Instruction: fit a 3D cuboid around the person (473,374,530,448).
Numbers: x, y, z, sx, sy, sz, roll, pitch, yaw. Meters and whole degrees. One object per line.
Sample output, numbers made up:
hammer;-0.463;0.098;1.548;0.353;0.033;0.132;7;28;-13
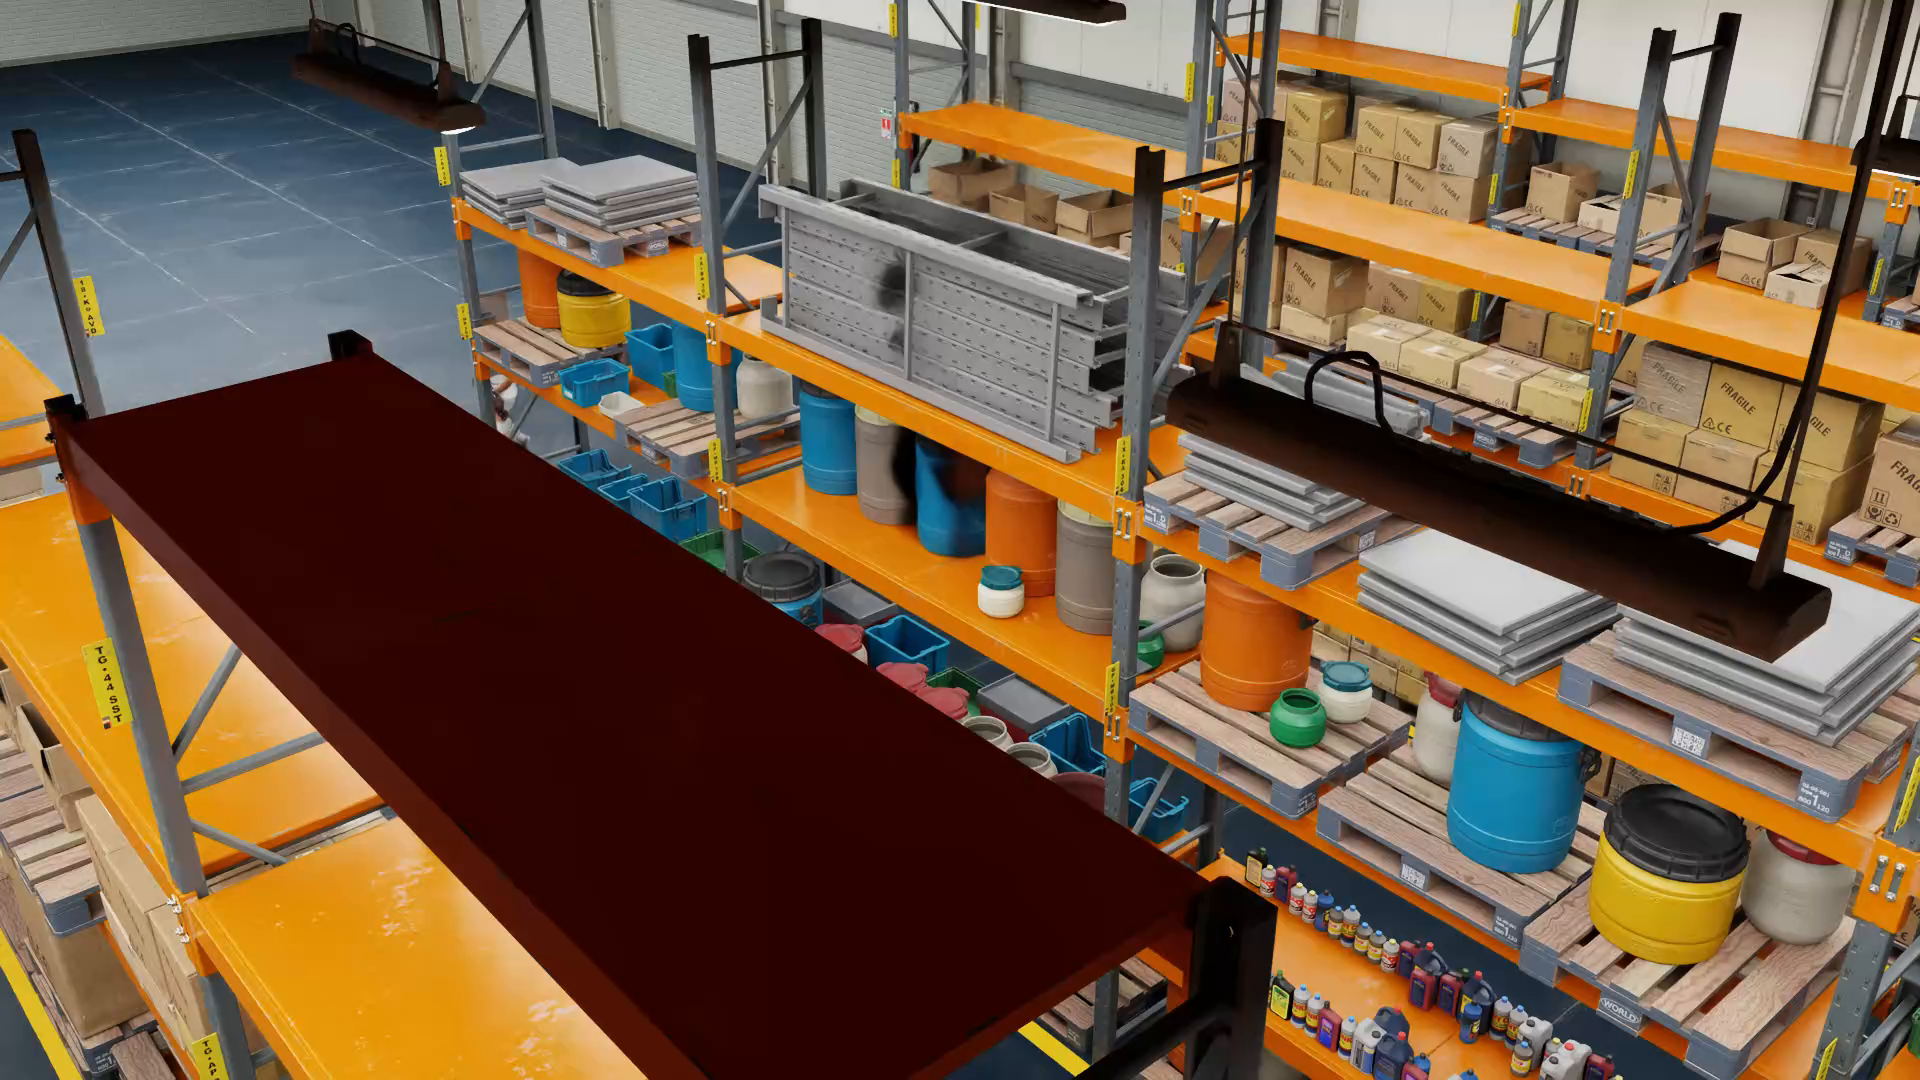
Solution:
person;-5.284;-1.654;19.041;0.548;1.618;0.602;-6;28;-12

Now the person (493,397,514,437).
person;-4.711;-0.757;17.251;0.766;1.627;0.638;-2;27;-4
